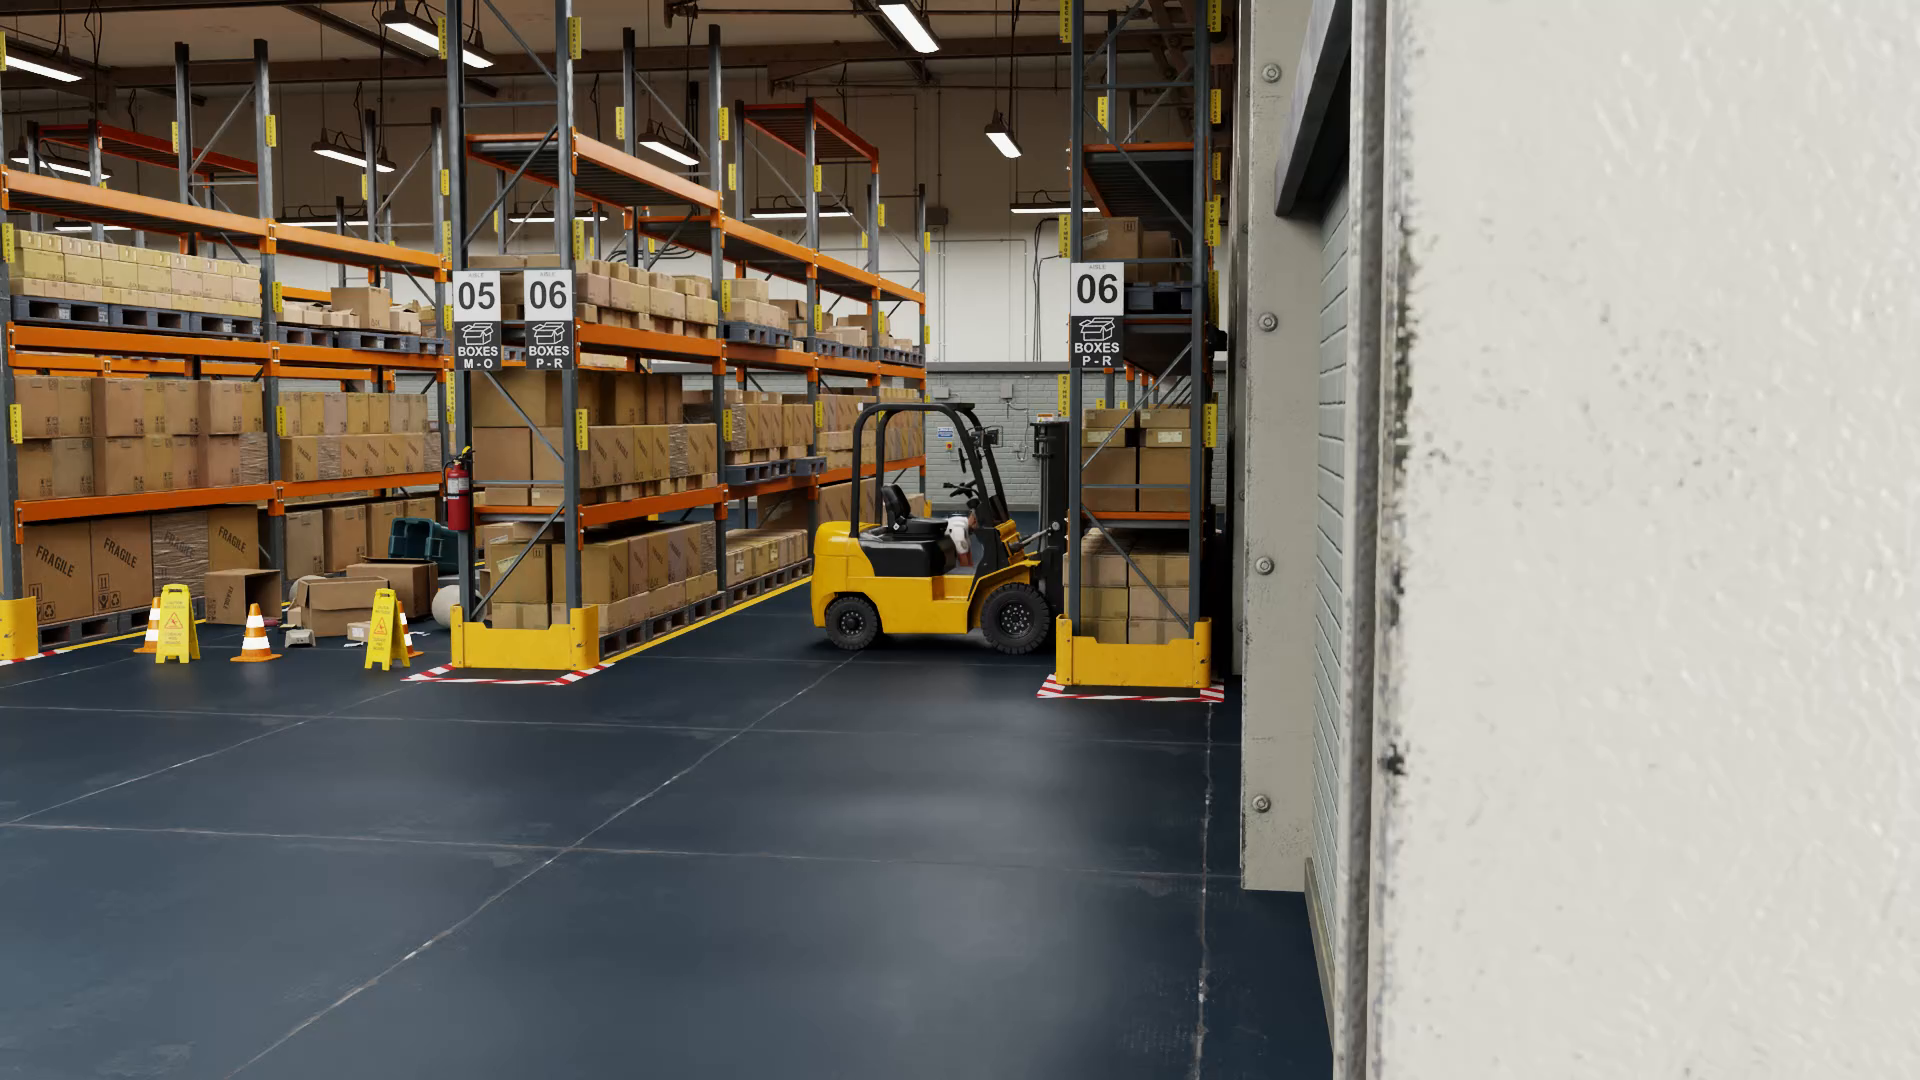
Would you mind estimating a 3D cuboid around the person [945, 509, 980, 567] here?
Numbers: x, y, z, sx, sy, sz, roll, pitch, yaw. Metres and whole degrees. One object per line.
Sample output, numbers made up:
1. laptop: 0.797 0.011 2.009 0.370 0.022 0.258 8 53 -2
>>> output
1. person: -0.112 0.234 16.504 0.916 1.150 0.577 1 4 9
